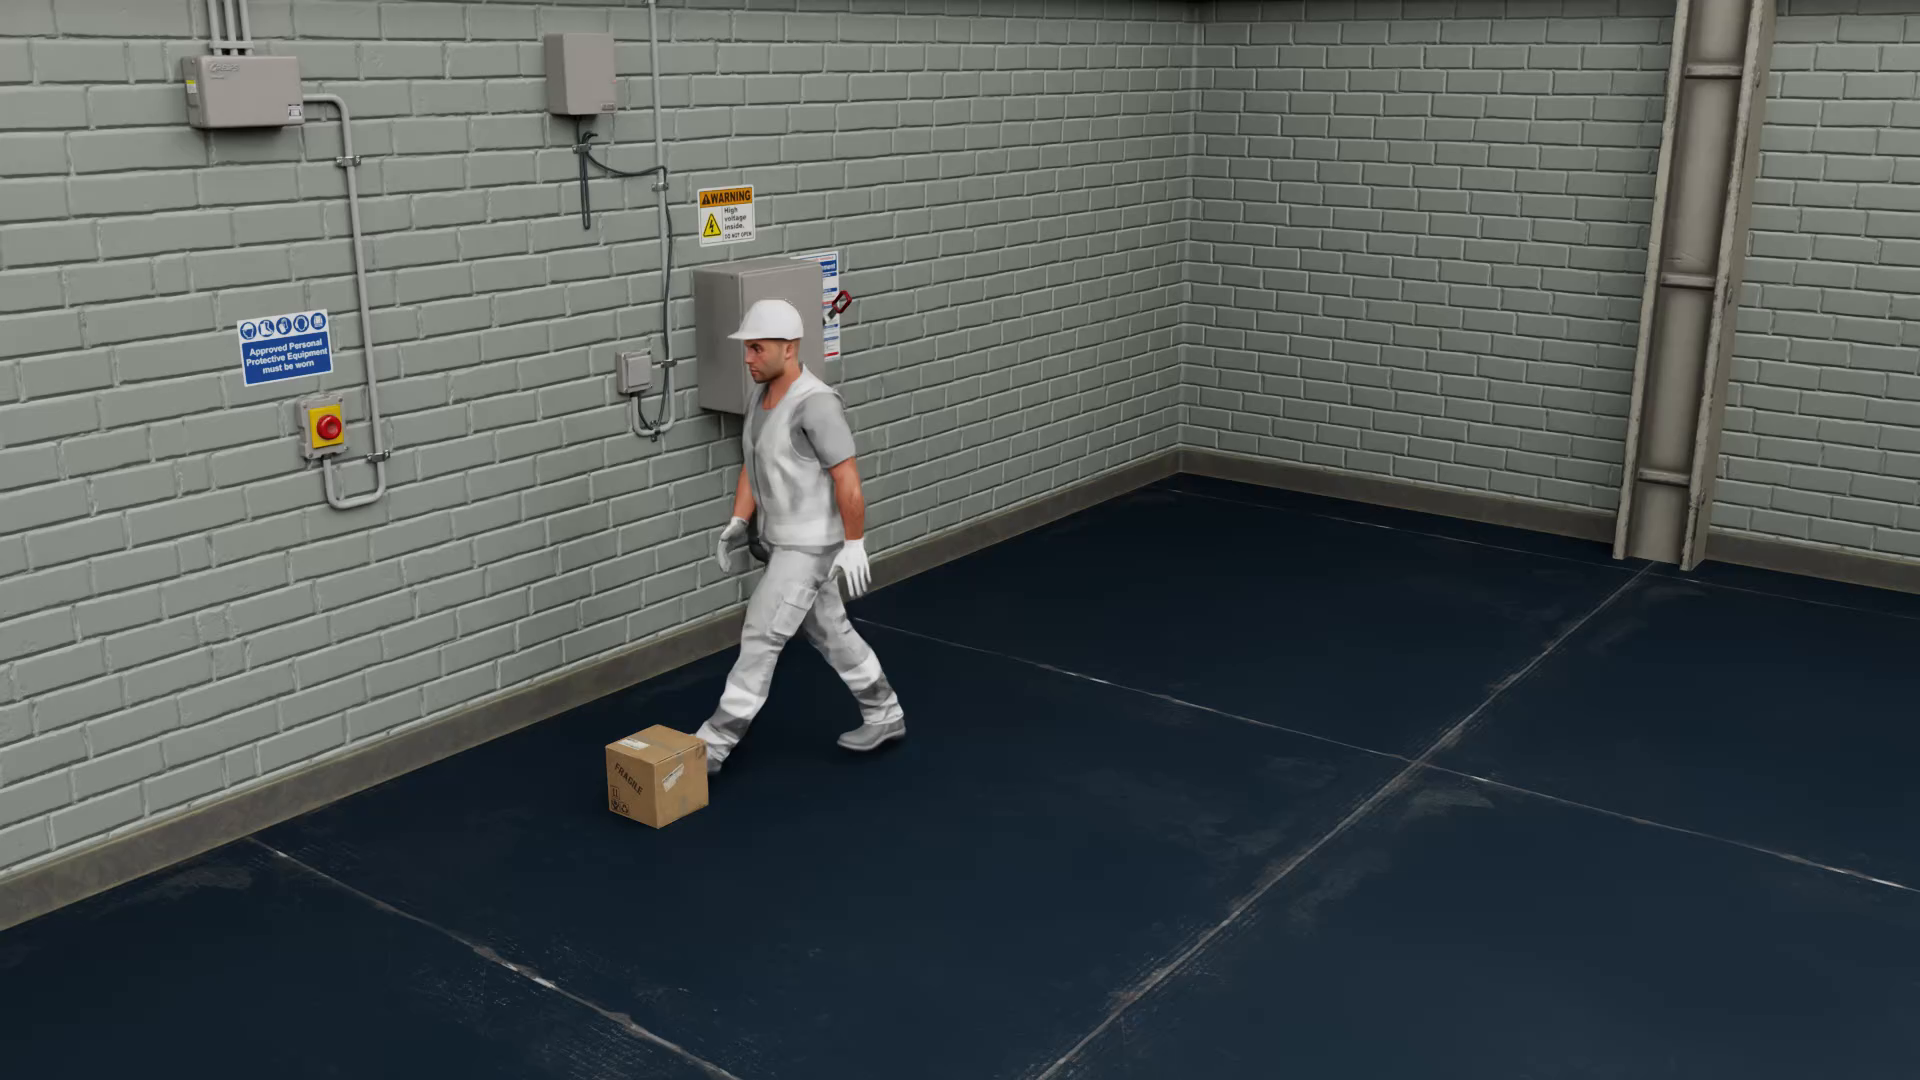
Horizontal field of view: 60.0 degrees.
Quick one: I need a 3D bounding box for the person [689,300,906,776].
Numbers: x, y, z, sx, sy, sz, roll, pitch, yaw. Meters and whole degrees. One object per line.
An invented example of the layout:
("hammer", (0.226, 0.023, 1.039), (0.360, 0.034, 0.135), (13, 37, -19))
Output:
("person", (-0.678, -0.001, 5.978), (1.041, 1.712, 0.547), (-8, 18, -25))
